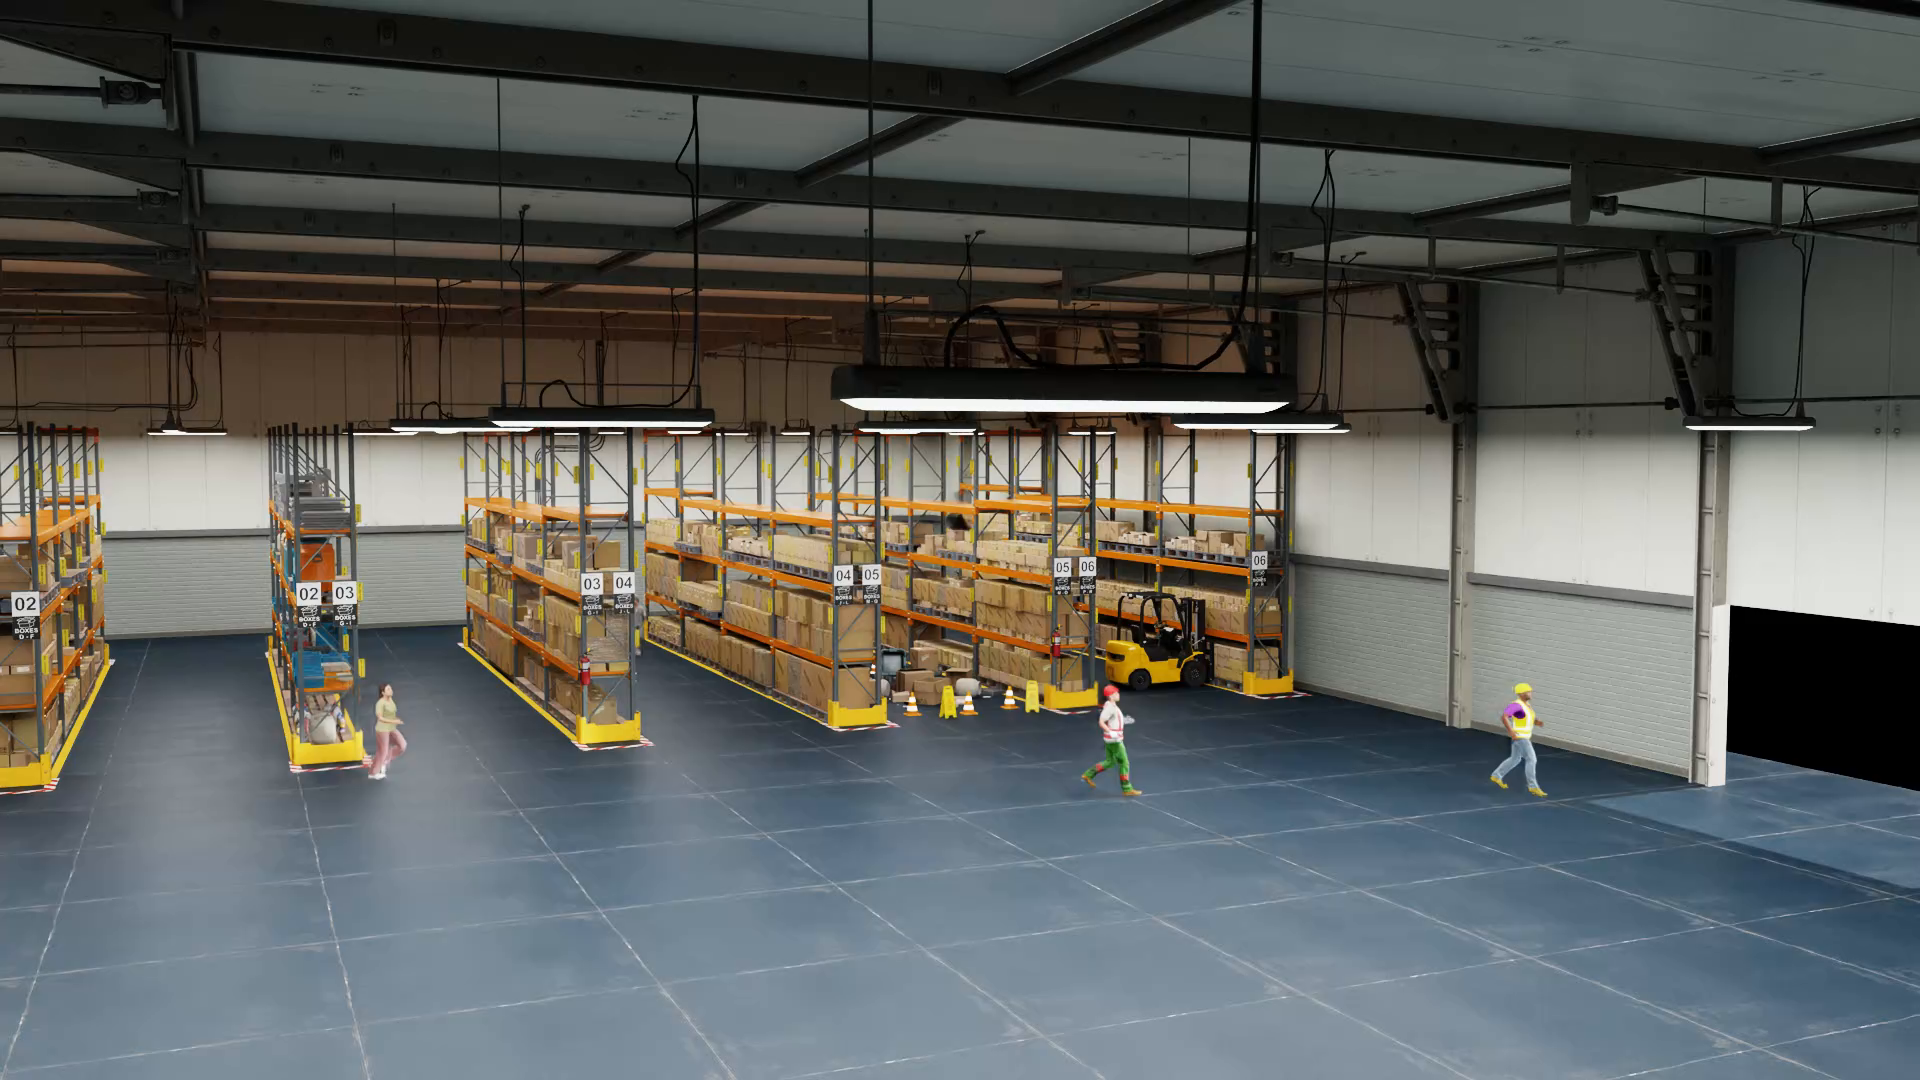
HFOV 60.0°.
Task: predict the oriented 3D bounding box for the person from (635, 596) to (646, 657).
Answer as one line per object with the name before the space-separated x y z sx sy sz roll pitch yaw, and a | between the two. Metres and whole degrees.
person | -8.500 2.267 43.732 0.543 1.596 0.672 -1 4 -20

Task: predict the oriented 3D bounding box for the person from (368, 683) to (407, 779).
person | -9.602 3.194 27.896 0.683 1.615 0.596 1 4 11

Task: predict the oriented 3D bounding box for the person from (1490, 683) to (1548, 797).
person | 9.027 3.194 26.806 0.895 1.789 0.691 1 4 22

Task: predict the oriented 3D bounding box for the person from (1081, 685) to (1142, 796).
person | 2.430 3.199 26.582 0.967 1.768 0.667 0 3 2
